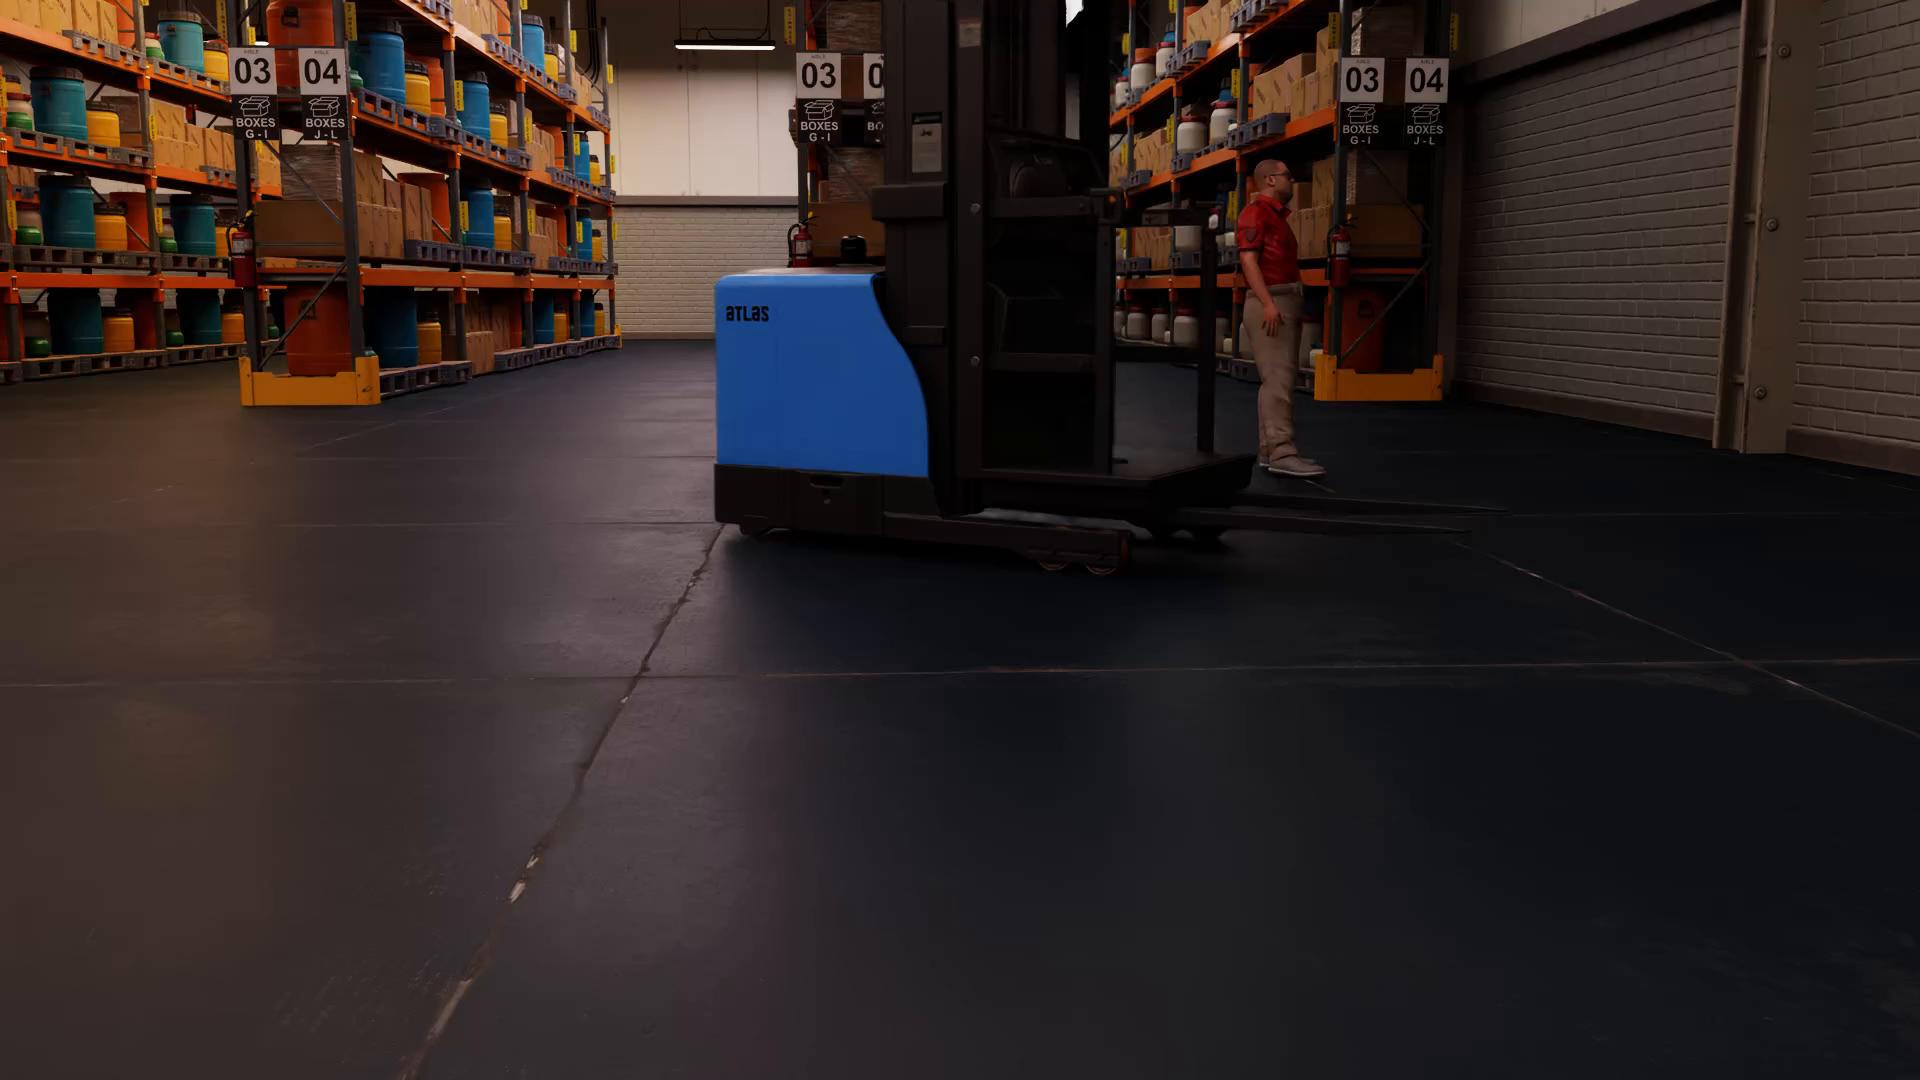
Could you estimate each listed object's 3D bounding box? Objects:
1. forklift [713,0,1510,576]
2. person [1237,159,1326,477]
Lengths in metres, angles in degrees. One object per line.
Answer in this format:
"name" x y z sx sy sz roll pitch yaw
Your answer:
"forklift" 0.525 -1.411 6.333 3.031 2.935 1.130 5 10 29
"person" 1.840 -1.244 9.254 0.552 1.727 0.638 4 9 24
